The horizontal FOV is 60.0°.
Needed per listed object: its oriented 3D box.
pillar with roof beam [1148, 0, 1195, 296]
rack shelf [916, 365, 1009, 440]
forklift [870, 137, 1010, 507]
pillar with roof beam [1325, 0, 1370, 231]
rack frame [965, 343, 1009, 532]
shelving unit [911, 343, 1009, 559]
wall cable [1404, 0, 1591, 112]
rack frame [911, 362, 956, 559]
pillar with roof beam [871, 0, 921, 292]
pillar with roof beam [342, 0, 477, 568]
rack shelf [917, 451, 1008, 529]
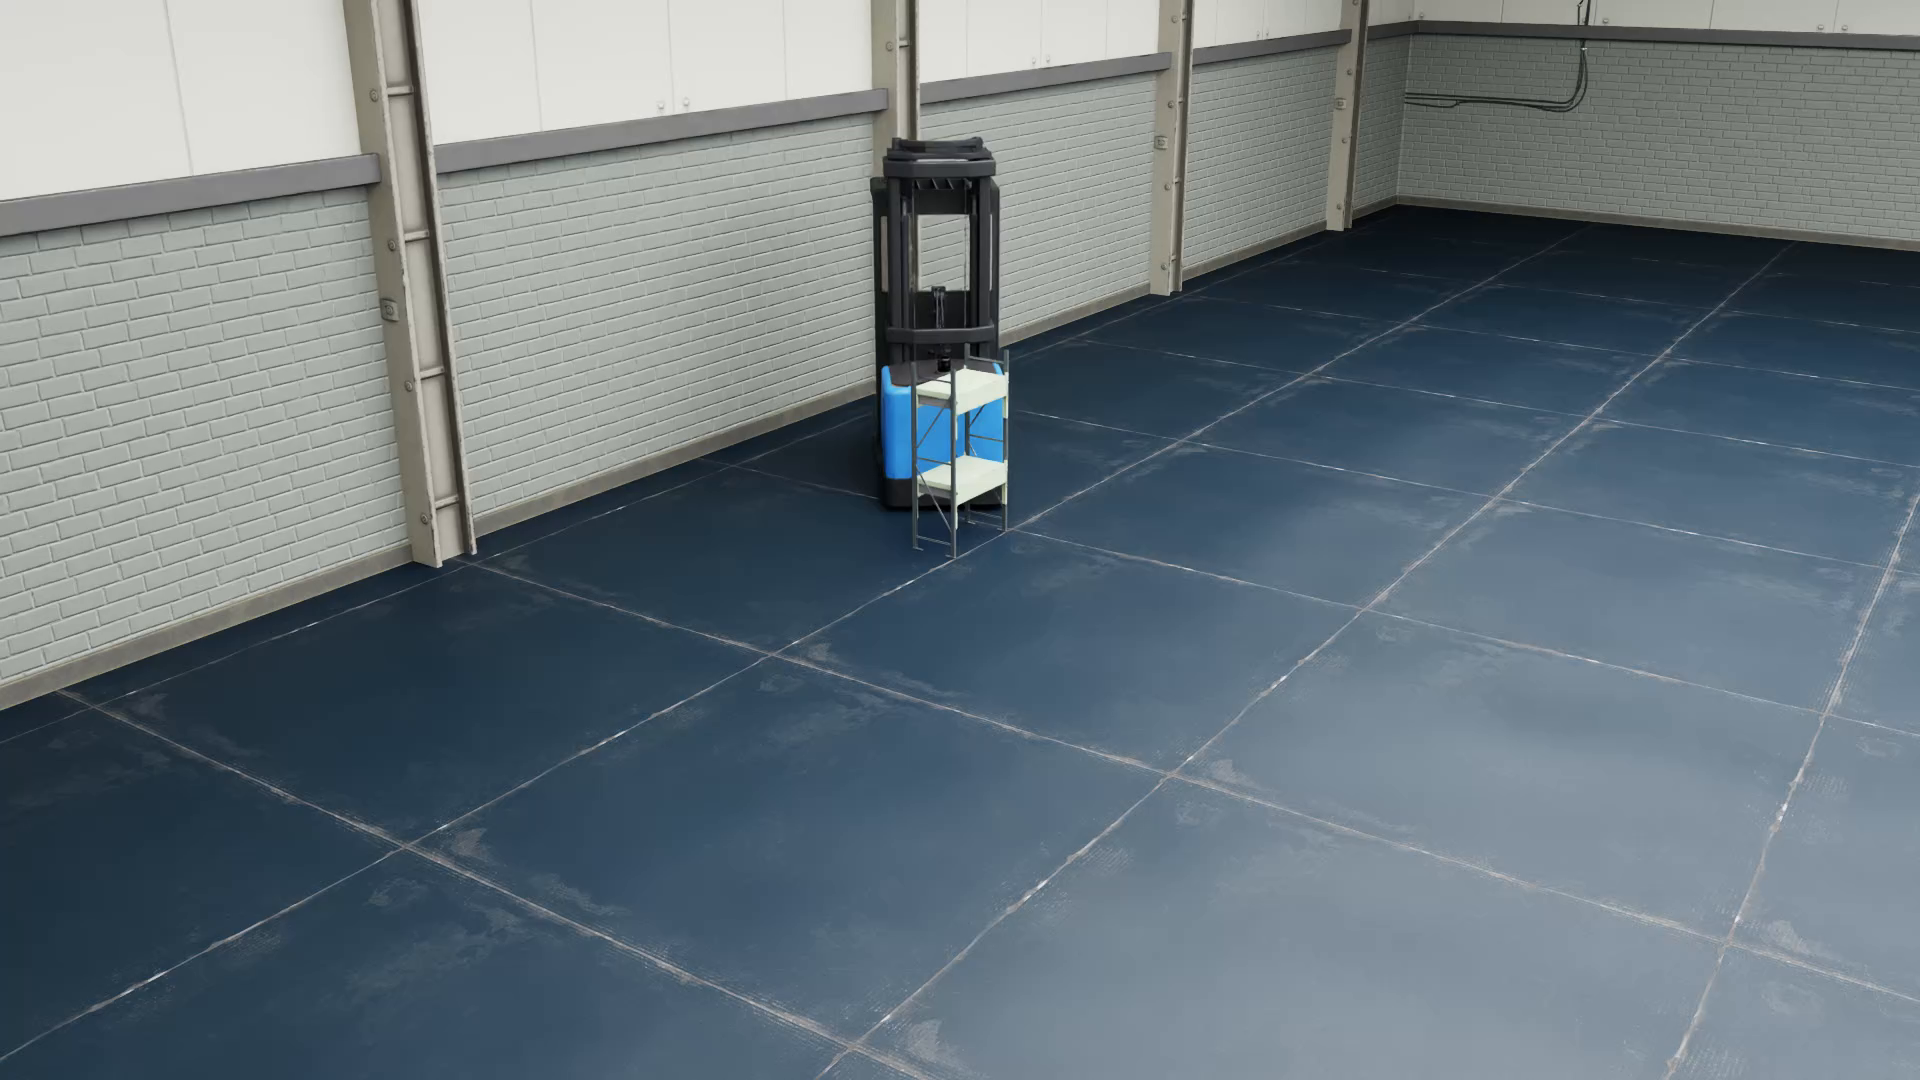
[{"bbox_3d":[6.297,-6.698,18.401,9.100,9.000,0.400,13,24,32],"label":"pillar with roof beam"},{"bbox_3d":[0.004,-1.071,12.875,0.431,0.370,0.720,13,24,32],"label":"rack shelf"},{"bbox_3d":[-0.223,-2.118,14.767,1.130,2.935,3.031,-2,20,-4],"label":"forklift"},{"bbox_3d":[9.670,-8.419,23.055,9.100,9.000,0.400,13,24,32],"label":"pillar with roof beam"},{"bbox_3d":[0.209,-0.810,13.294,0.400,1.500,0.023,13,24,32],"label":"rack frame"},{"bbox_3d":[0.004,-0.705,13.010,0.431,1.500,0.755,13,24,32],"label":"shelving unit"},{"bbox_3d":[8.860,-8.390,27.451,3.097,2.526,0.112,13,24,32],"label":"wall cable"},{"bbox_3d":[-0.202,-0.600,12.726,0.400,1.500,0.023,13,24,32],"label":"rack frame"},{"bbox_3d":[2.925,-4.976,13.747,9.100,9.000,0.400,13,24,32],"label":"pillar with roof beam"},{"bbox_3d":[-0.448,-3.255,9.093,9.100,9.000,0.400,13,24,32],"label":"pillar with roof beam"},{"bbox_3d":[0.004,-0.400,13.123,0.431,0.370,0.720,13,24,32],"label":"rack shelf"}]
